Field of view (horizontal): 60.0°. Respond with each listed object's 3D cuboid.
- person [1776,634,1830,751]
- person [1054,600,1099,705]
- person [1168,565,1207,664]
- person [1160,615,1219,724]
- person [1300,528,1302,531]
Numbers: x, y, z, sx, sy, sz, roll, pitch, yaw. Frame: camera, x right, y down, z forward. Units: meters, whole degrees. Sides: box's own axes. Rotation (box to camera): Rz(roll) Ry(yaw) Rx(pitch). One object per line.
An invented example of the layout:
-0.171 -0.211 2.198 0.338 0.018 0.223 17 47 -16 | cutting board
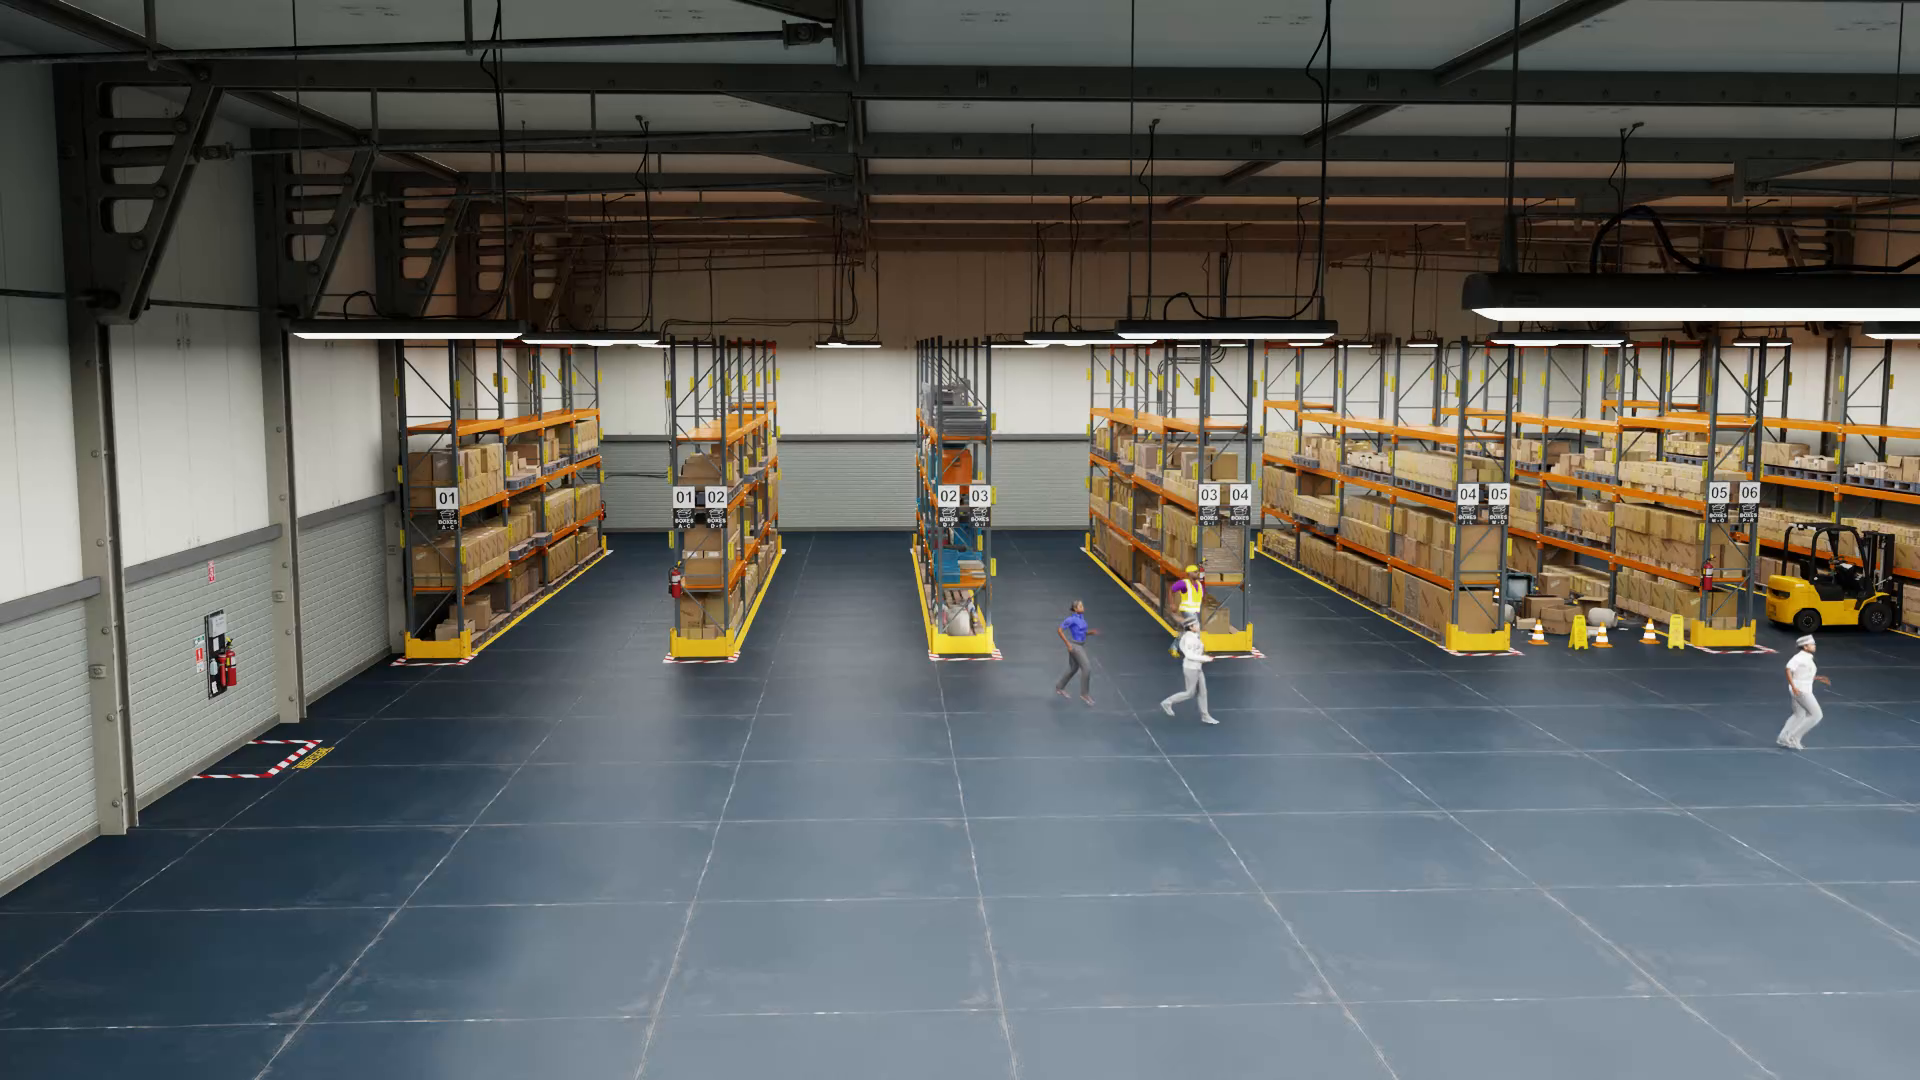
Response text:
12.143 2.187 23.914 0.646 1.683 0.578 3 7 26 | person
1.895 1.826 27.129 0.761 1.718 0.547 2 7 18 | person
4.309 1.347 30.809 0.719 1.759 0.857 -6 9 -44 | person
3.543 1.986 25.528 0.901 1.693 0.616 2 7 15 | person
10.012 -0.608 49.089 0.637 1.520 0.476 -5 8 -39 | person
